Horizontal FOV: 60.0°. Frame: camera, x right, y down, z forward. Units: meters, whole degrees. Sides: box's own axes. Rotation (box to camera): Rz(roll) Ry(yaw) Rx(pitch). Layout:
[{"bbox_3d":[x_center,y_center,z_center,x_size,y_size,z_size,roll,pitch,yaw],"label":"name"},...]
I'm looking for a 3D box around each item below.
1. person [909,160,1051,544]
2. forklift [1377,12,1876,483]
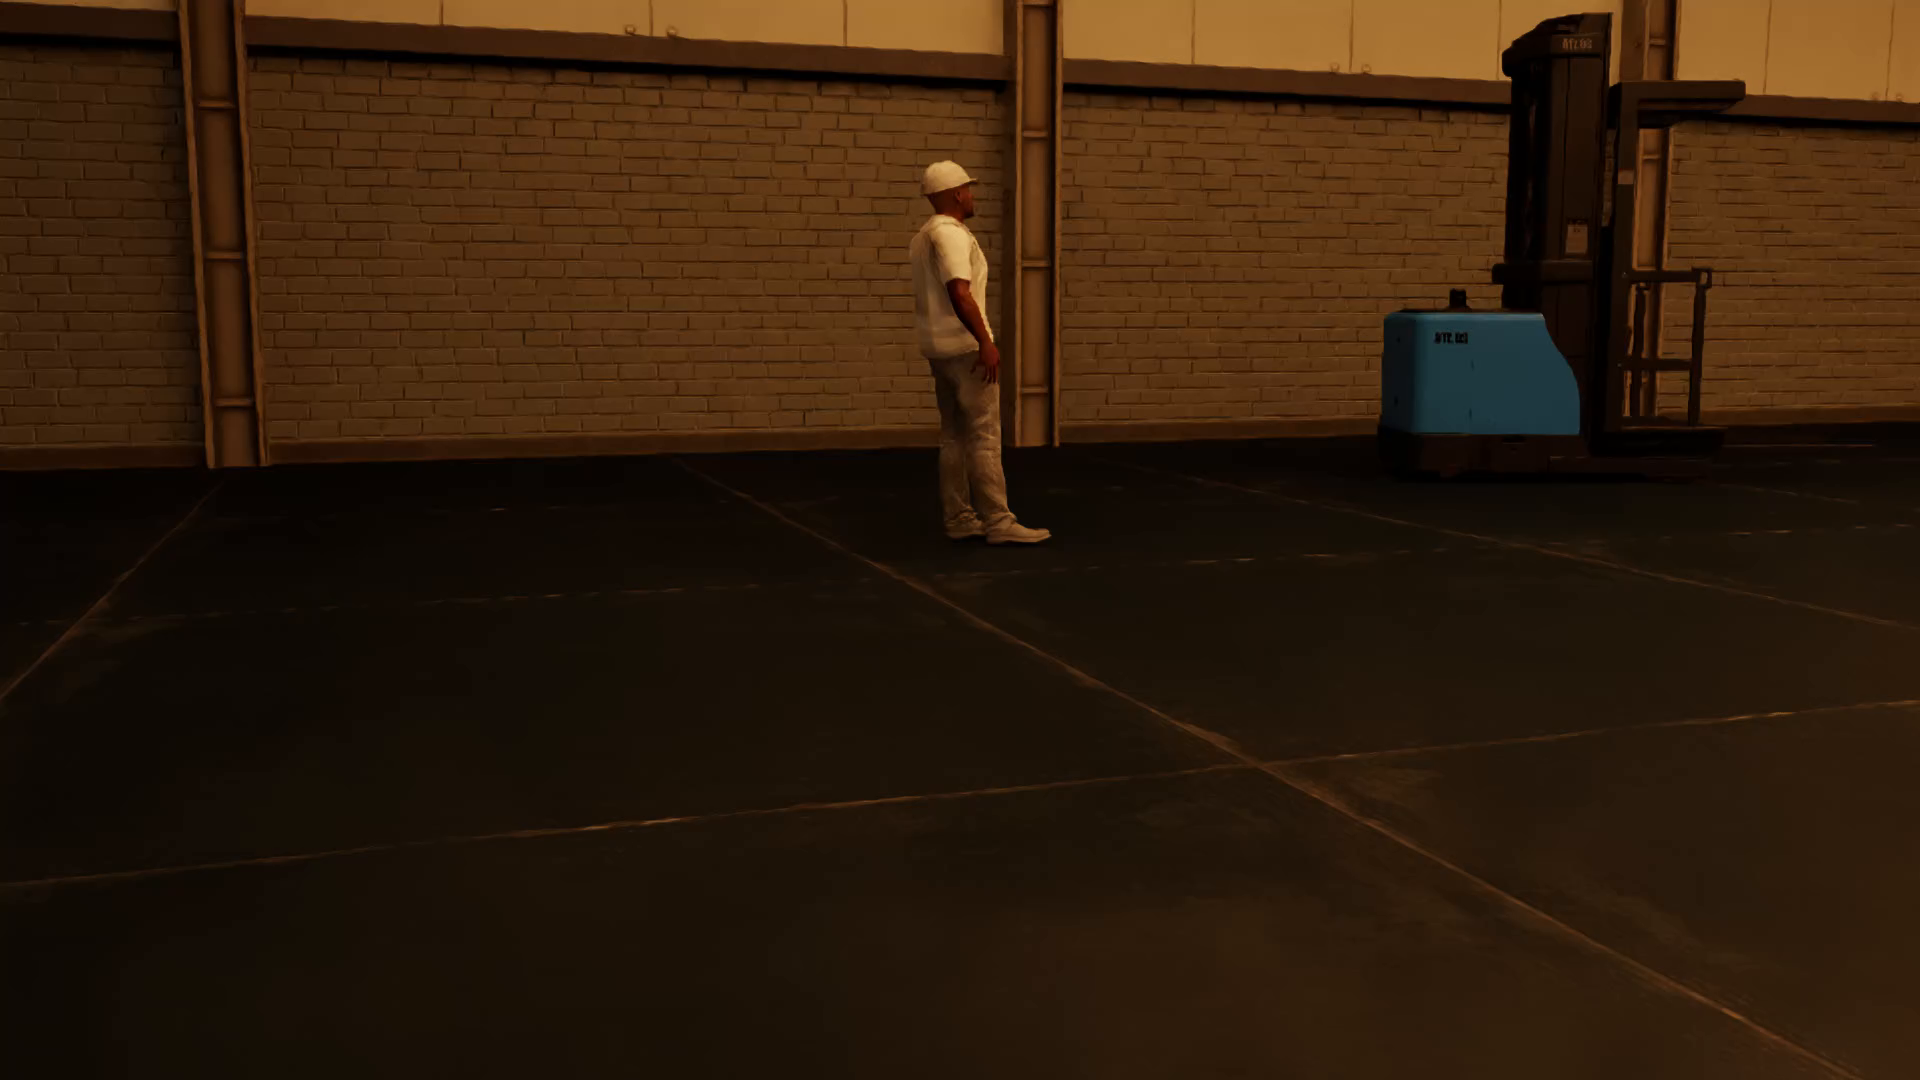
[{"bbox_3d":[0.068,-0.884,7.821,0.576,1.766,0.665,-3,8,-18],"label":"person"},{"bbox_3d":[4.404,-1.886,10.915,3.031,2.935,1.130,0,8,1],"label":"forklift"}]
